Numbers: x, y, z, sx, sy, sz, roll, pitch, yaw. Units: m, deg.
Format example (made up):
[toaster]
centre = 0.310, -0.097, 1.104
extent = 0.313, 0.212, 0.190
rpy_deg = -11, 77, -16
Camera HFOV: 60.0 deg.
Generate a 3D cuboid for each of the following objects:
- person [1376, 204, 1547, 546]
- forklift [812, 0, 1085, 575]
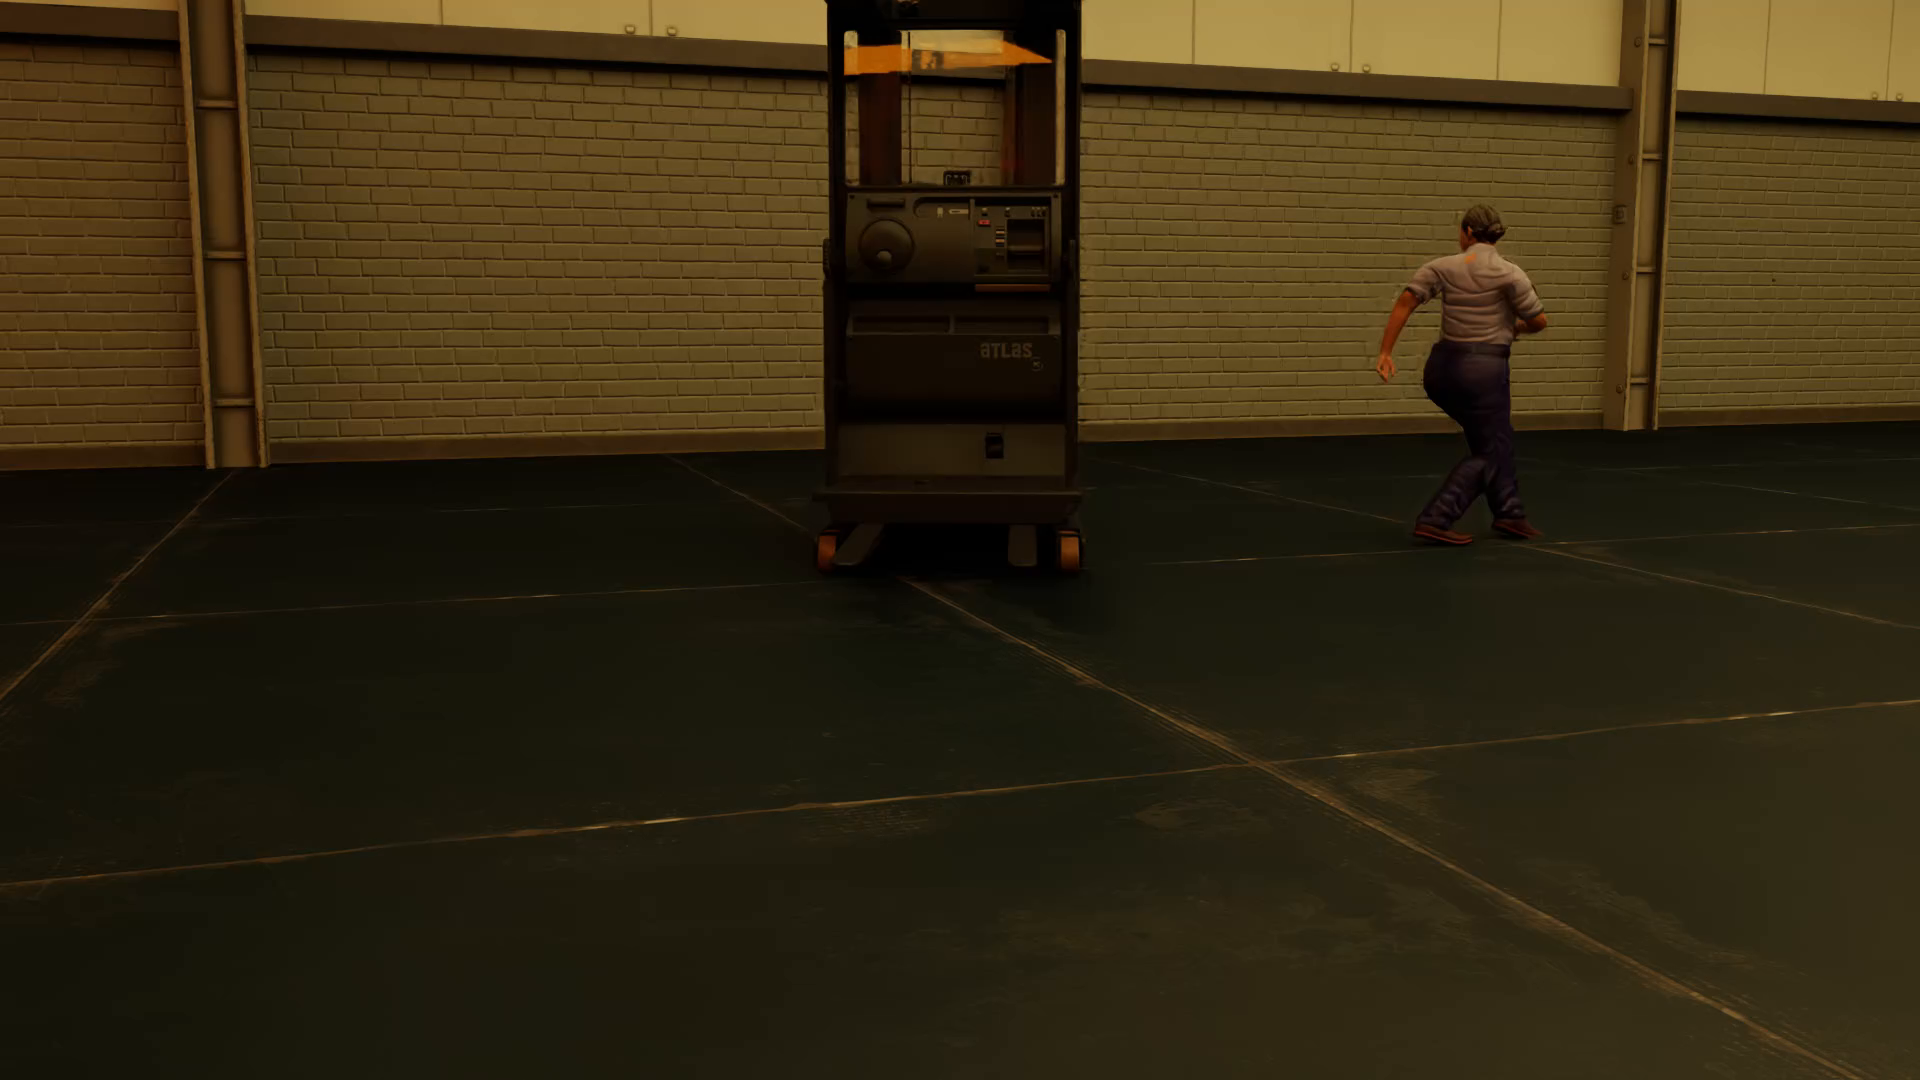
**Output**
[person]
centre = 2.429, -0.759, 7.786
extent = 0.890, 1.603, 0.505
rpy_deg = -4, 9, -26
[forklift]
centre = -0.033, -1.350, 6.974
extent = 1.130, 2.935, 3.031
rpy_deg = 0, 8, 2
